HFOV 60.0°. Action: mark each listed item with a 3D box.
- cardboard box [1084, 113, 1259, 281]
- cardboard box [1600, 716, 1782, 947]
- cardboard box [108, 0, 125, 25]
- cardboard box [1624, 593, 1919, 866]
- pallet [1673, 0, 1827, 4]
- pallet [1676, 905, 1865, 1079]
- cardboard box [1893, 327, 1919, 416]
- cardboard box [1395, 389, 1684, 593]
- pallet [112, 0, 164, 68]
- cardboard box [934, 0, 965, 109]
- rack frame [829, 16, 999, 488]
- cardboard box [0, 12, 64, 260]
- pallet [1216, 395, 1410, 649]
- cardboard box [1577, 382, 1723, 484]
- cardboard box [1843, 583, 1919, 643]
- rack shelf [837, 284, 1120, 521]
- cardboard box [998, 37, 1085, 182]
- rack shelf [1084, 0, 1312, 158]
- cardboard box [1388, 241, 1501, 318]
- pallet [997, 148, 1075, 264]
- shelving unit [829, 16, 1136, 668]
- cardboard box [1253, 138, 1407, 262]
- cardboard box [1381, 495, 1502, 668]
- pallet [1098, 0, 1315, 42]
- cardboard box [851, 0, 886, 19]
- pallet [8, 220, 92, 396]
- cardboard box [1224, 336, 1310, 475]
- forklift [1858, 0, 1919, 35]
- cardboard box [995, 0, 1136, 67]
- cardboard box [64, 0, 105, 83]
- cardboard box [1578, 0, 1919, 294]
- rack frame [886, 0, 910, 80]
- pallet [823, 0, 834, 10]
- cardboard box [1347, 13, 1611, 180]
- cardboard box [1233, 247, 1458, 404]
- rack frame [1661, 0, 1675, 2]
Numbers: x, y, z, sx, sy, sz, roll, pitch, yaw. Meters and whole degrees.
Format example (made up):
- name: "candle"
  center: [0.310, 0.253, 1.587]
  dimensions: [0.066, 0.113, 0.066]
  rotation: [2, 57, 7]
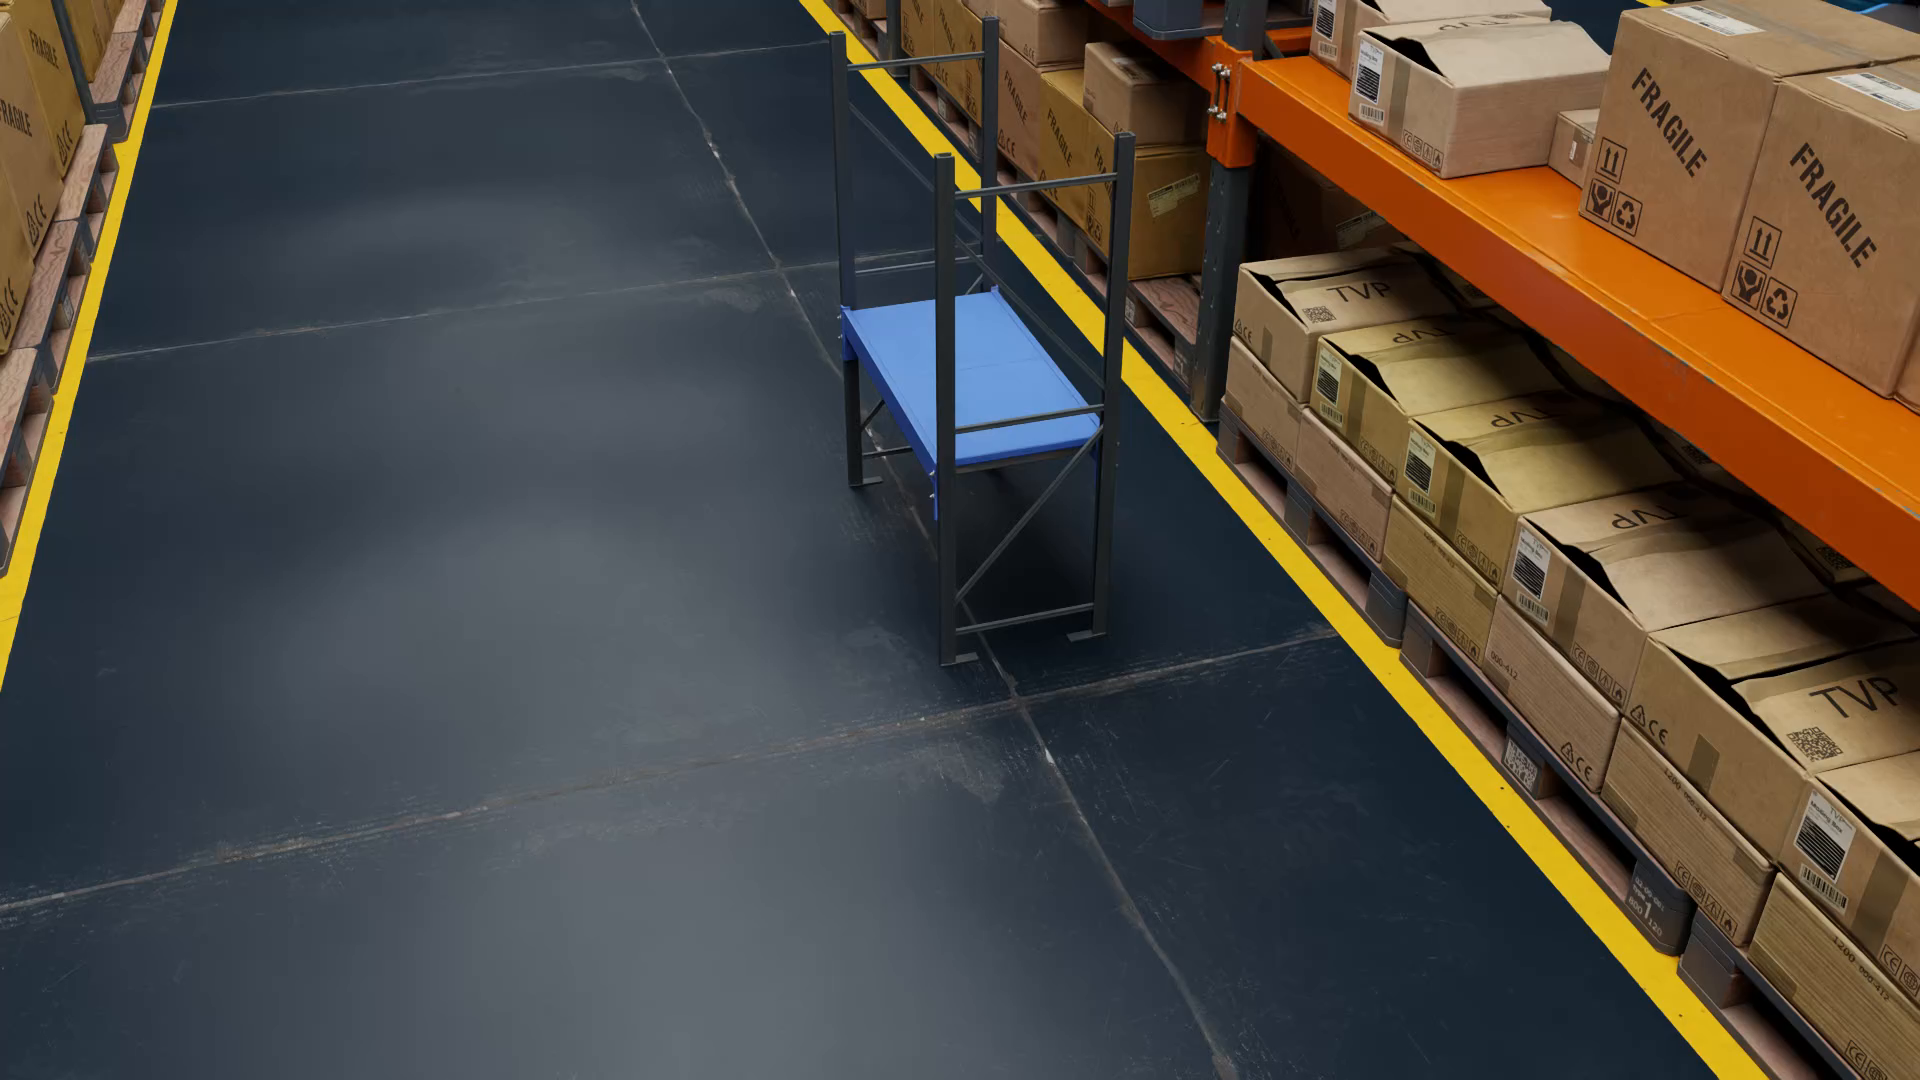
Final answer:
- name: "cardboard box"
  center: [0.807, -1.363, 6.460]
  dimensions: [0.500, 0.500, 0.500]
  rotation: [-9, 34, -13]
- name: "cardboard box"
  center: [1.824, 0.598, 3.737]
  dimensions: [0.500, 0.250, 0.500]
  rotation: [-9, 35, -14]
- name: "cardboard box"
  center: [-5.056, -3.112, 9.125]
  dimensions: [0.700, 0.500, 0.500]
  rotation: [-9, 35, -14]
- name: "cardboard box"
  center: [1.825, 0.369, 3.576]
  dimensions: [0.500, 0.311, 0.500]
  rotation: [-10, 35, -15]
- name: "pallet"
  center: [5.010, -3.126, 9.790]
  dimensions: [1.003, 0.211, 1.213]
  rotation: [-10, 35, -15]
- name: "pallet"
  center: [2.274, 1.113, 3.375]
  dimensions: [1.003, 0.211, 1.213]
  rotation: [-10, 35, -15]
- name: "cardboard box"
  center: [2.157, -0.395, 3.036]
  dimensions: [0.500, 0.500, 0.500]
  rotation: [-8, 34, -11]
- name: "cardboard box"
  center: [1.518, -0.166, 4.384]
  dimensions: [0.500, 0.311, 0.500]
  rotation: [-11, 35, -16]
- name: "pallet"
  center: [-5.154, -2.926, 9.487]
  dimensions: [1.003, 0.211, 1.213]
  rotation: [-10, 35, -15]
- name: "cardboard box"
  center: [0.185, -2.438, 8.087]
  dimensions: [0.500, 0.500, 0.500]
  rotation: [-10, 35, -14]
- name: "rack frame"
  center: [-0.129, -0.848, 5.173]
  dimensions: [0.500, 1.500, 0.032]
  rotation: [-10, 35, -15]
- name: "cardboard box"
  center: [-4.025, -1.528, 6.411]
  dimensions: [0.750, 0.750, 0.750]
  rotation: [-9, 35, -13]
- name: "pallet"
  center: [1.530, -0.168, 5.313]
  dimensions: [1.003, 0.211, 1.213]
  rotation: [-10, 35, -15]
- name: "cardboard box"
  center: [2.026, -0.262, 4.530]
  dimensions: [0.500, 0.311, 0.500]
  rotation: [-10, 35, -15]
- name: "cardboard box"
  center: [2.340, 0.273, 3.720]
  dimensions: [0.500, 0.311, 0.500]
  rotation: [-11, 35, -16]
- name: "rack shelf"
  center: [0.026, -0.431, 4.868]
  dimensions: [0.538, 0.185, 1.000]
  rotation: [-10, 35, -15]
- name: "cardboard box"
  center: [0.484, -1.909, 7.287]
  dimensions: [0.500, 0.500, 0.500]
  rotation: [-11, 35, -17]
- name: "rack shelf"
  center: [0.706, -2.521, 6.996]
  dimensions: [1.077, 0.370, 4.000]
  rotation: [-10, 35, -15]
- name: "cardboard box"
  center: [1.710, -0.799, 5.343]
  dimensions: [0.500, 0.311, 0.500]
  rotation: [-9, 35, -13]
- name: "pallet"
  center: [0.756, -1.645, 7.548]
  dimensions: [1.003, 0.211, 1.213]
  rotation: [-10, 35, -15]
- name: "shelving unit"
  center: [0.026, -0.581, 4.769]
  dimensions: [0.538, 1.500, 1.048]
  rotation: [-10, 35, -15]
- name: "cardboard box"
  center: [1.449, -1.198, 6.211]
  dimensions: [0.500, 0.500, 0.500]
  rotation: [-9, 34, -13]
- name: "cardboard box"
  center: [1.514, 0.061, 4.549]
  dimensions: [0.500, 0.250, 0.500]
  rotation: [-11, 35, -16]
- name: "pallet"
  center: [1.042, -2.035, 5.782]
  dimensions: [1.213, 0.211, 1.003]
  rotation: [-10, 35, -15]
- name: "cardboard box"
  center: [-0.348, -3.263, 9.335]
  dimensions: [0.500, 0.500, 0.500]
  rotation: [-10, 35, -15]
- name: "pallet"
  center: [-3.938, -0.838, 6.327]
  dimensions: [1.003, 0.211, 1.213]
  rotation: [-10, 35, -15]
- name: "cardboard box"
  center: [1.196, -0.474, 5.360]
  dimensions: [0.500, 0.250, 0.500]
  rotation: [-10, 35, -15]
- name: "forklift"
  center: [4.447, -2.466, 6.323]
  dimensions: [3.031, 2.935, 1.130]
  rotation: [-24, 41, -32]
- name: "cardboard box"
  center: [0.470, -2.241, 7.109]
  dimensions: [0.500, 0.250, 0.500]
  rotation: [-11, 35, -16]
- name: "cardboard box"
  center: [-4.751, -2.578, 8.317]
  dimensions: [0.700, 0.500, 0.500]
  rotation: [-10, 35, -14]
- name: "cardboard box"
  center: [1.843, -0.934, 3.852]
  dimensions: [0.500, 0.500, 0.500]
  rotation: [-12, 35, -17]
- name: "rack frame"
  center: [0.096, -3.871, 8.387]
  dimensions: [1.000, 3.000, 0.127]
  rotation: [-10, 35, -15]
- name: "pallet"
  center: [-0.489, -3.710, 10.673]
  dimensions: [1.003, 0.211, 1.213]
  rotation: [-10, 35, -15]
- name: "cardboard box"
  center: [1.404, -1.231, 4.473]
  dimensions: [0.500, 0.311, 0.500]
  rotation: [-10, 35, -15]
- name: "cardboard box"
  center: [1.196, -0.708, 5.205]
  dimensions: [0.500, 0.311, 0.500]
  rotation: [-9, 34, -13]
- name: "rack frame"
  center: [4.814, -4.702, 9.644]
  dimensions: [1.000, 3.000, 0.127]
  rotation: [-10, 35, -15]
